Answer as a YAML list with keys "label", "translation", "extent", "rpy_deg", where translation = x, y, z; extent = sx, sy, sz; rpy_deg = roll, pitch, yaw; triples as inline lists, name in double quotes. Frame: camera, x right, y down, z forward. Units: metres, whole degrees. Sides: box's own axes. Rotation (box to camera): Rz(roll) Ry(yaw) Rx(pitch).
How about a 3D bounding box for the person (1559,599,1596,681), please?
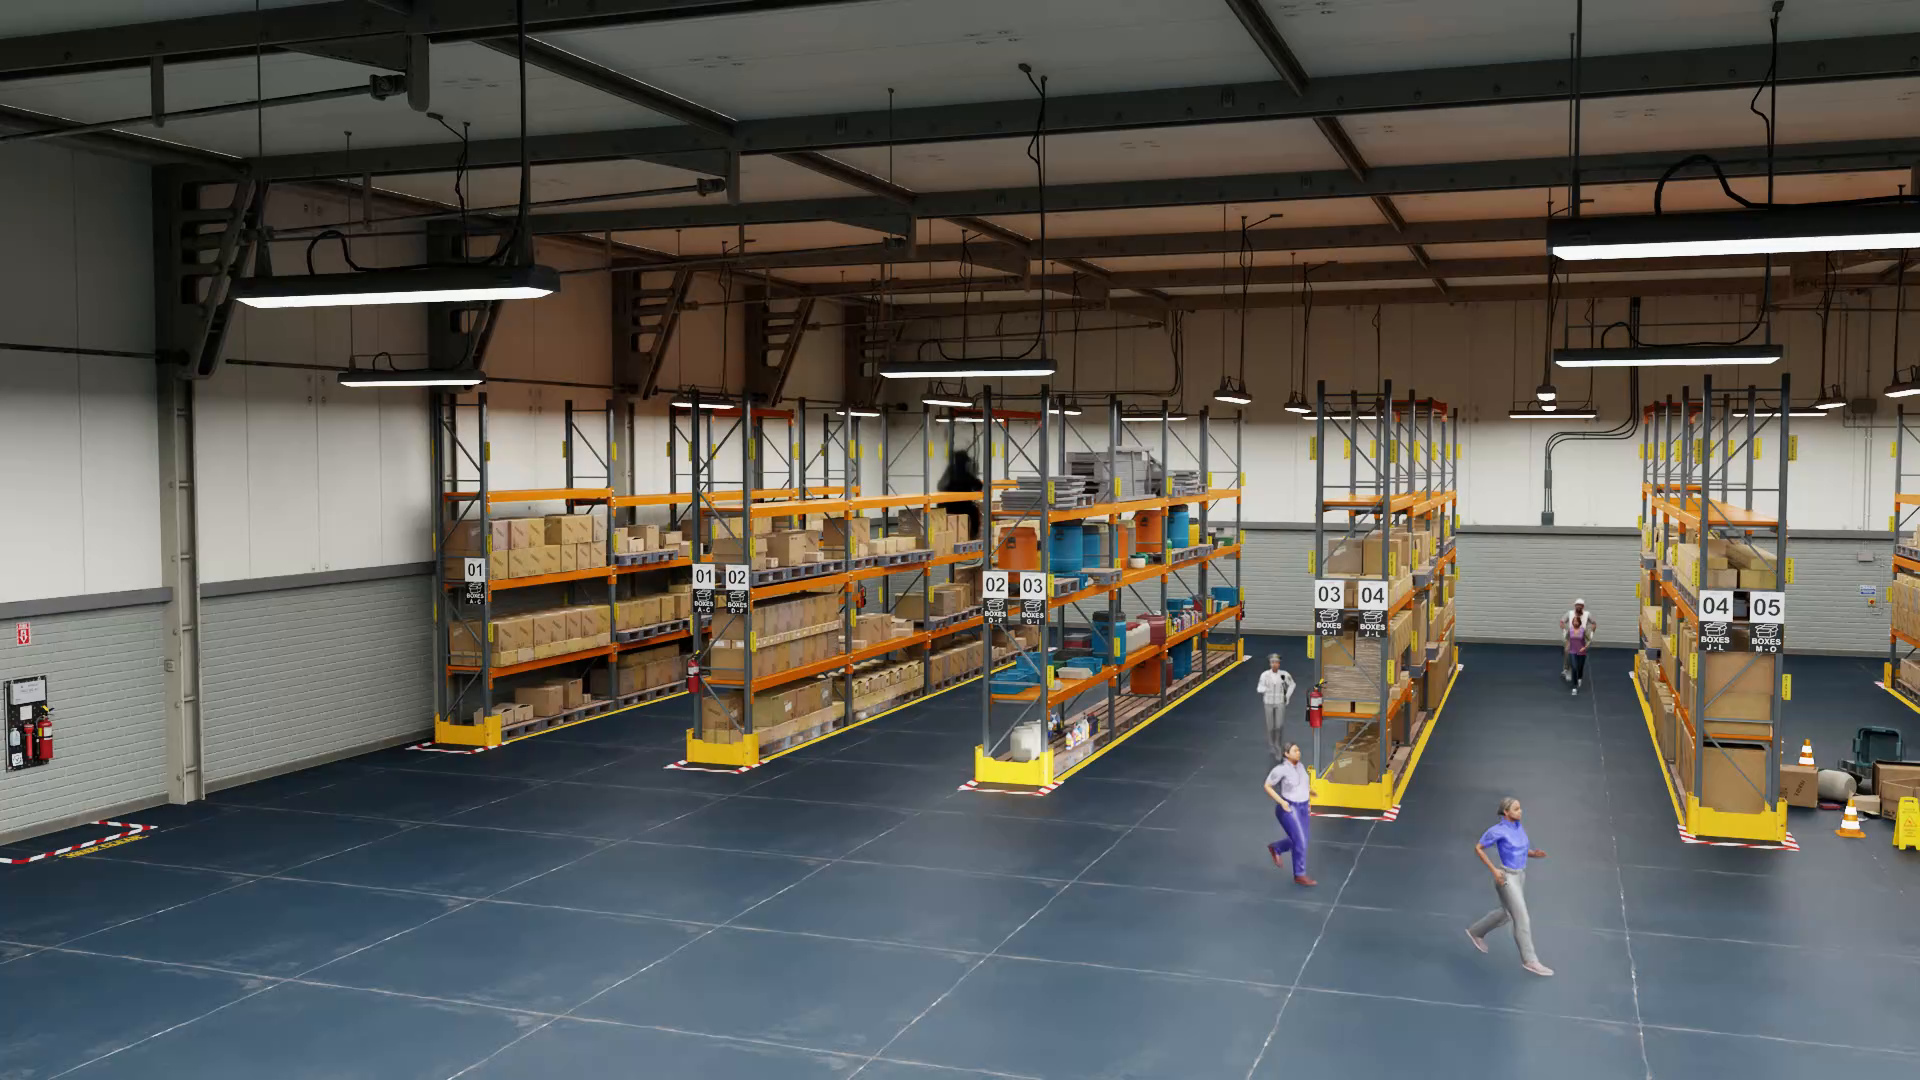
- label: "person"
  translation: [13.540, 2.189, 36.516]
  extent: [0.739, 1.807, 0.691]
  rpy_deg: [2, 4, 30]

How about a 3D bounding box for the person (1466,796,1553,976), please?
- label: "person"
  translation: [5.305, 3.297, 16.073]
  extent: [0.941, 1.644, 0.575]
  rpy_deg: [3, 4, 43]

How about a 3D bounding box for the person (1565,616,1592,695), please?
- label: "person"
  translation: [12.814, 2.374, 34.477]
  extent: [0.538, 1.611, 0.741]
  rpy_deg: [2, 3, 27]

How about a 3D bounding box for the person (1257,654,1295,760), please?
- label: "person"
  translation: [5.145, 2.714, 27.127]
  extent: [0.592, 1.734, 0.684]
  rpy_deg: [1, 3, 17]

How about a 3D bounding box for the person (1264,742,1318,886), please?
- label: "person"
  translation: [3.856, 3.161, 19.408]
  extent: [0.620, 1.611, 0.803]
  rpy_deg: [-3, 4, -39]
